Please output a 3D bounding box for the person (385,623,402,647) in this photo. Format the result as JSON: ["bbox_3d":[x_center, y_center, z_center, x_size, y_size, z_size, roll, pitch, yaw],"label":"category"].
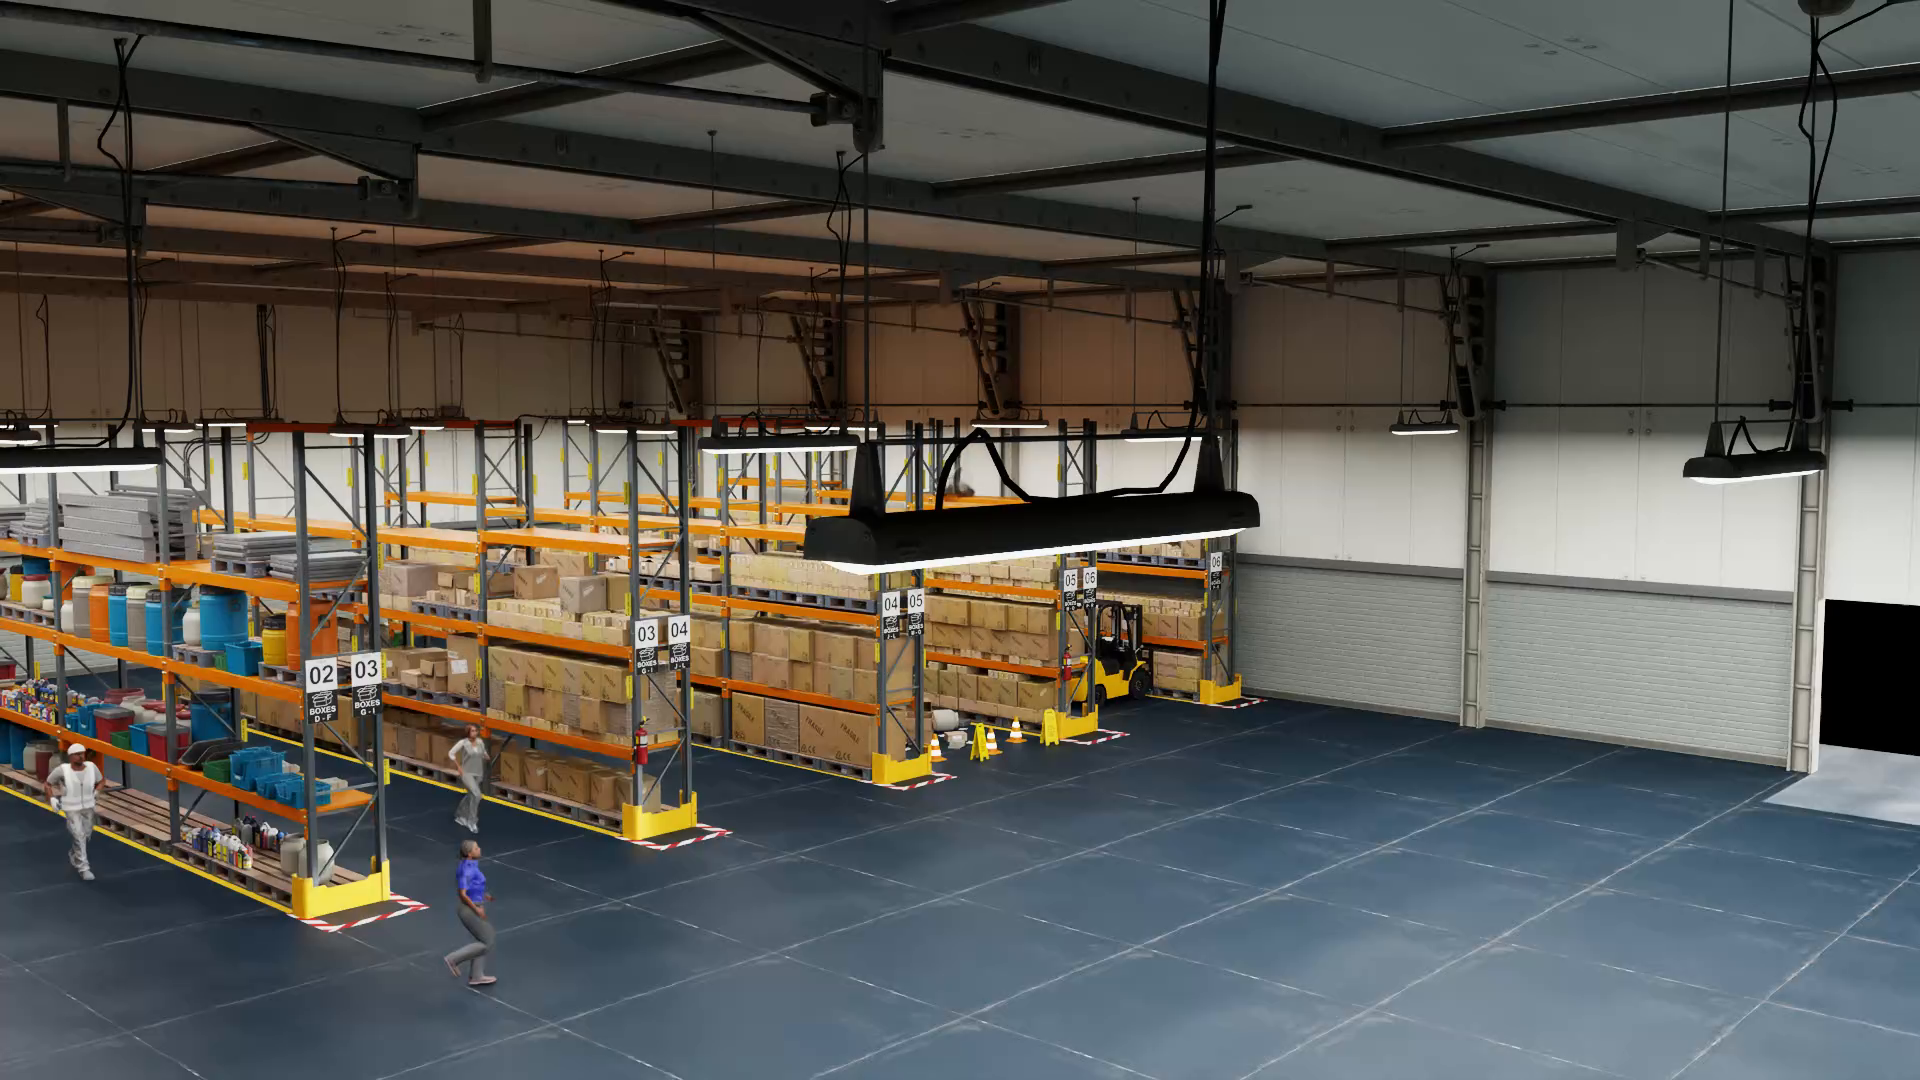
[{"bbox_3d":[-13.560,2.160,40.030,0.739,1.664,0.695,-1,5,-7],"label":"person"}]

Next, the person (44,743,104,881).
[{"bbox_3d":[-11.812,3.601,22.279,0.913,1.778,0.700,4,6,38],"label":"person"}]

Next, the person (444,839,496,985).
[{"bbox_3d":[-5.340,4.050,18.071,0.575,1.608,0.591,-2,5,-26],"label":"person"}]

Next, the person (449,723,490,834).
[{"bbox_3d":[-7.246,3.529,24.691,0.707,1.646,0.507,3,6,34],"label":"person"}]
